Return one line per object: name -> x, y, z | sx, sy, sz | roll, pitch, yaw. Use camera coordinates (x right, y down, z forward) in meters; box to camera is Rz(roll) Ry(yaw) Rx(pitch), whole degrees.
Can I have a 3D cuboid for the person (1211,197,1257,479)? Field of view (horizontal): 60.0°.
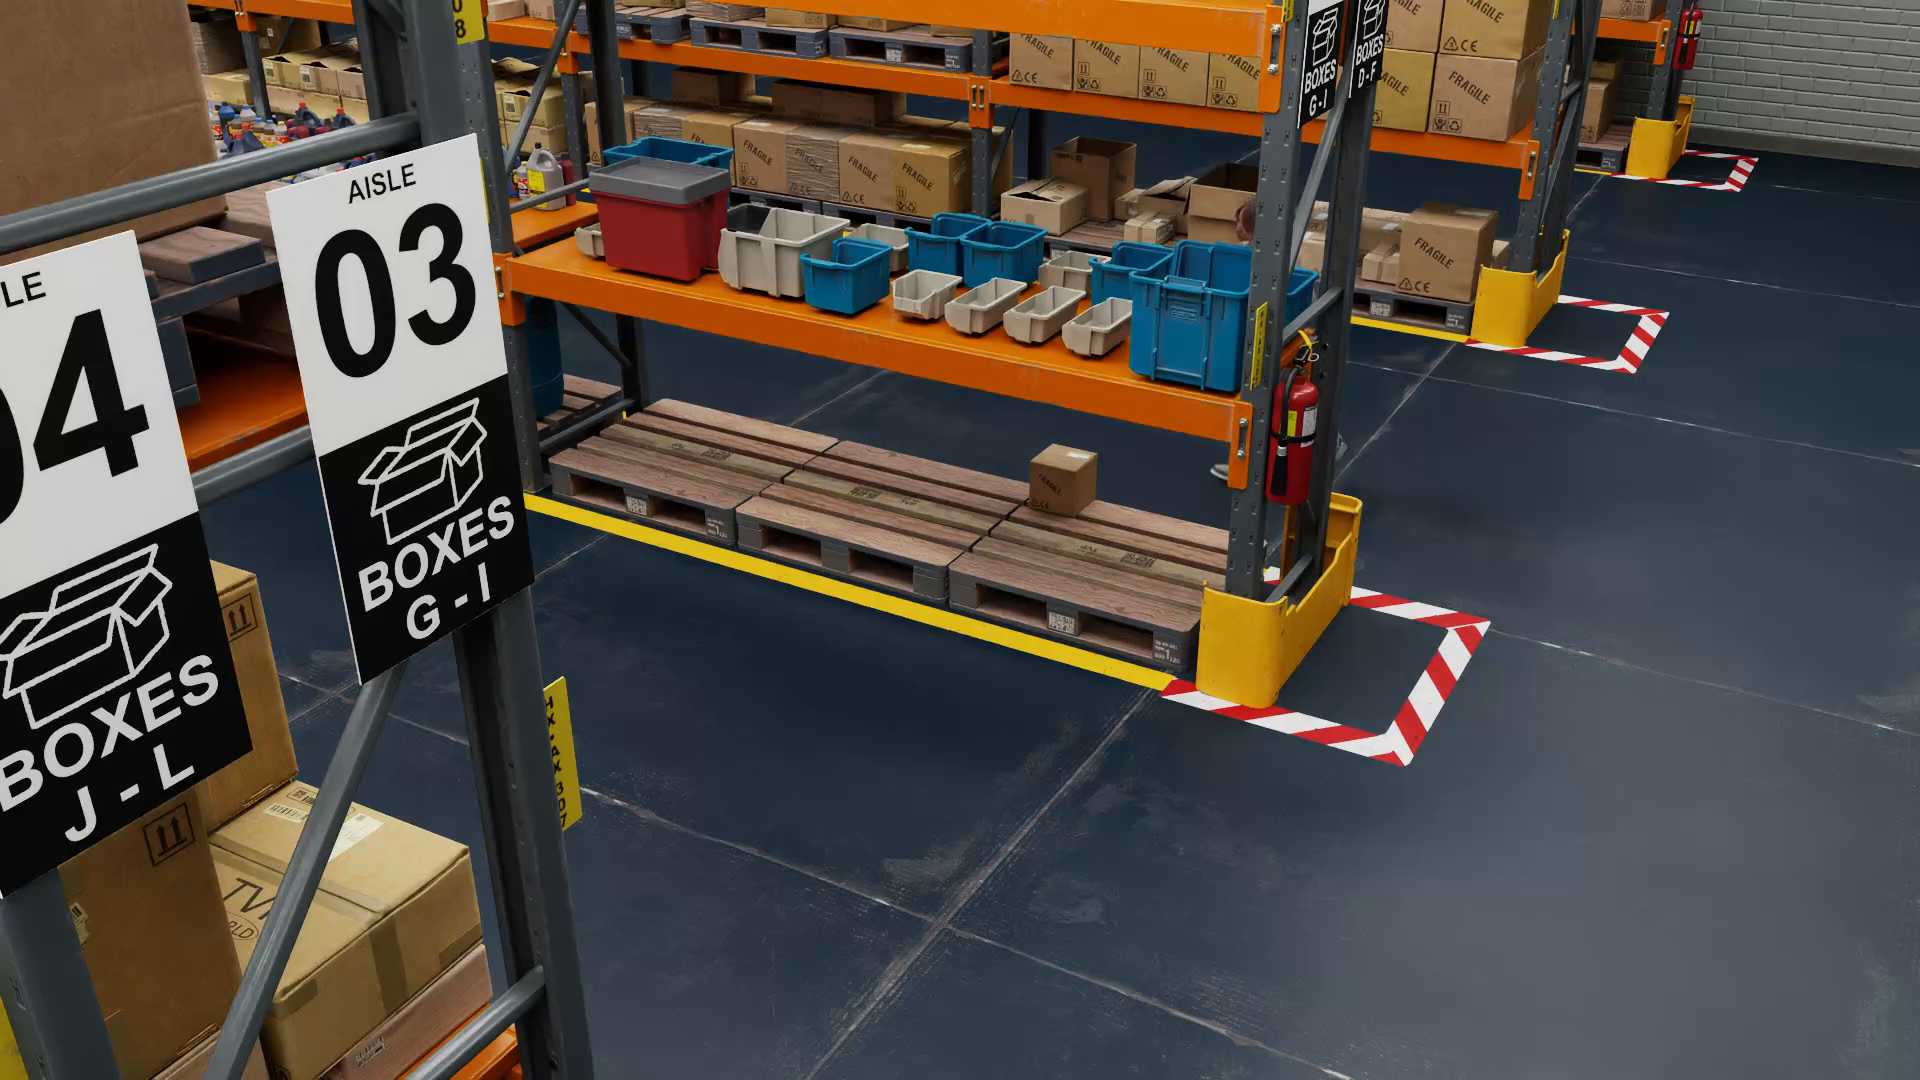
person -> 1.481, -1.001, 8.554 | 0.426, 1.581, 0.483 | 4, 27, 8
